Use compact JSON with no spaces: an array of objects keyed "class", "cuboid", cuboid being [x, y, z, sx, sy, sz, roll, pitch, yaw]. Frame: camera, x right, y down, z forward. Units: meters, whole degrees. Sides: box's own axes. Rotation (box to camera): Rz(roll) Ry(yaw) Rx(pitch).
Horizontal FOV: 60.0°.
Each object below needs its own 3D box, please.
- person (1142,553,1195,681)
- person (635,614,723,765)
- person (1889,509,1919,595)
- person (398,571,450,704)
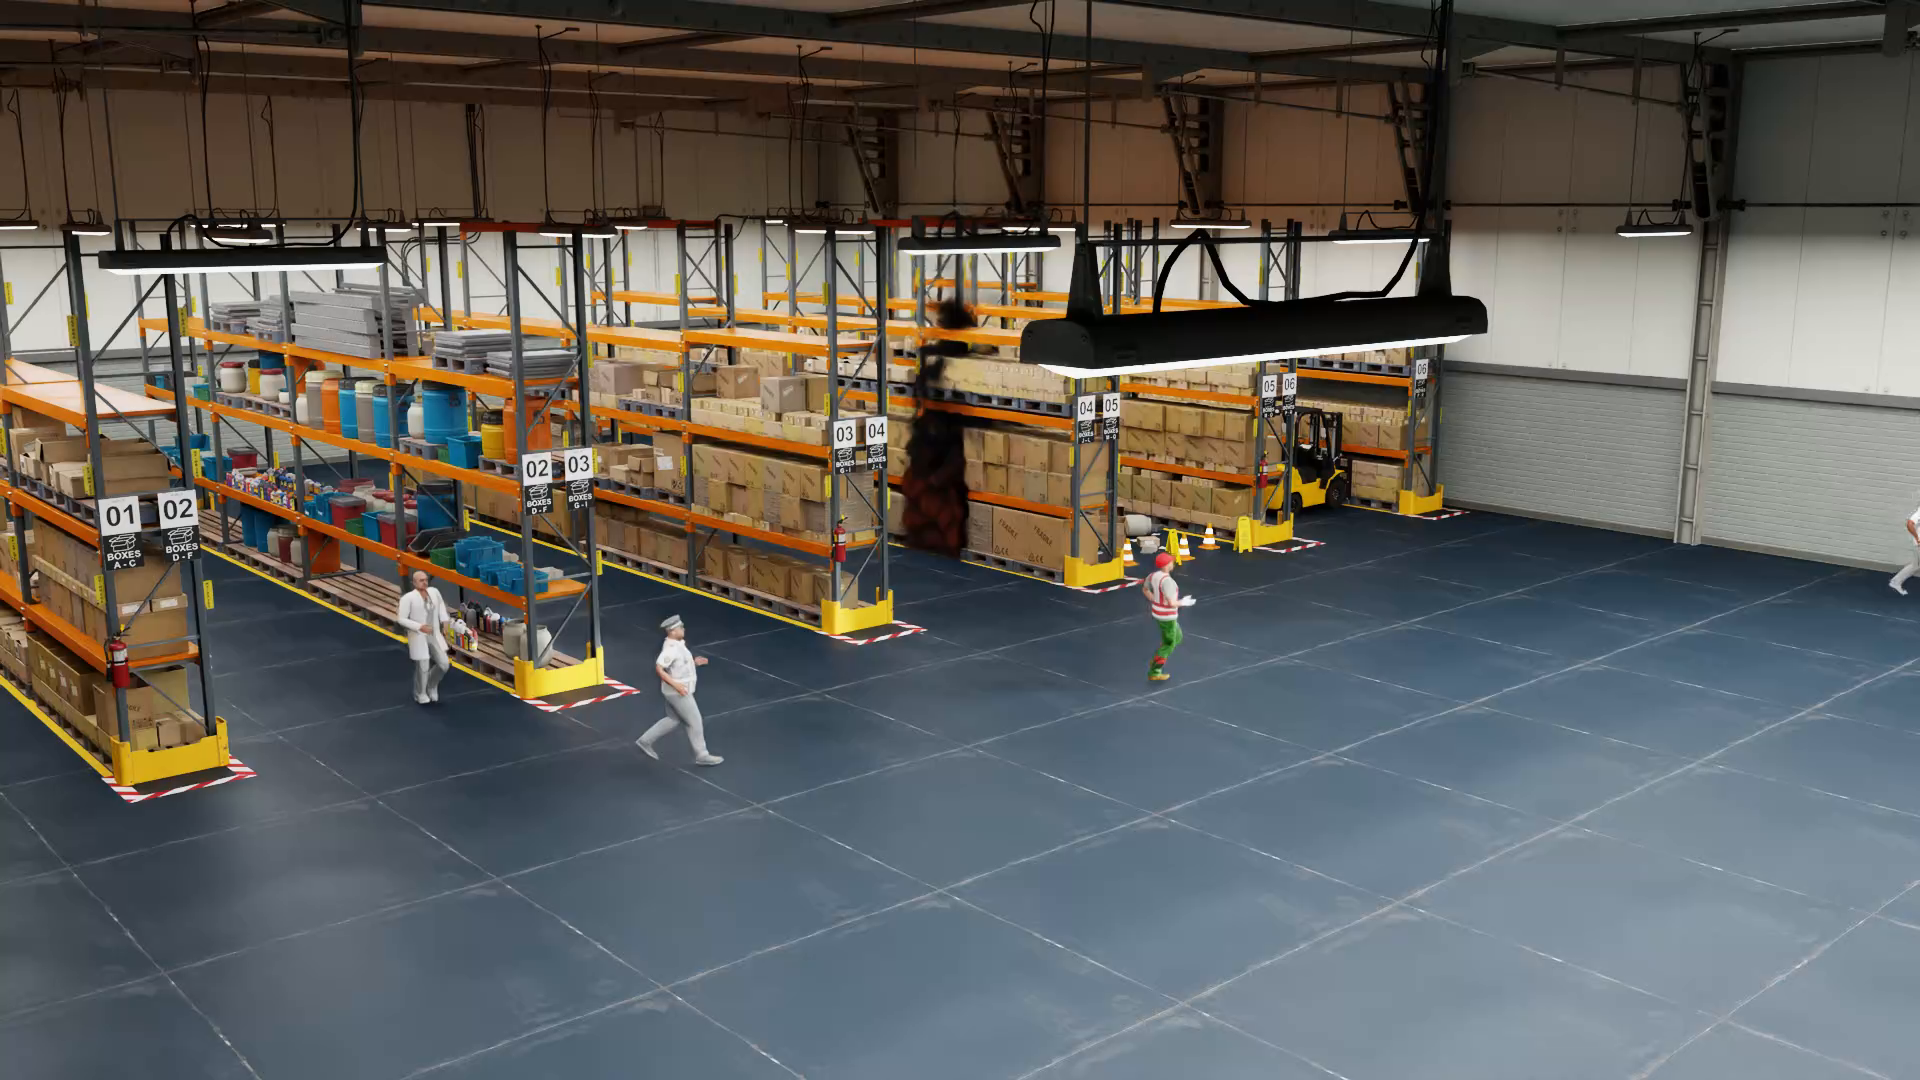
[{"class":"person","cuboid":[2.812,1.020,22.319,0.604,1.750,0.640,-2,12,-12]},{"class":"person","cuboid":[-3.199,1.701,18.879,0.962,1.757,0.668,-3,12,-13]},{"class":"person","cuboid":[15.598,0.082,26.883,0.896,1.780,0.709,7,13,32]},{"class":"person","cuboid":[-6.780,1.259,21.201,0.680,1.756,0.747,10,15,41]}]
